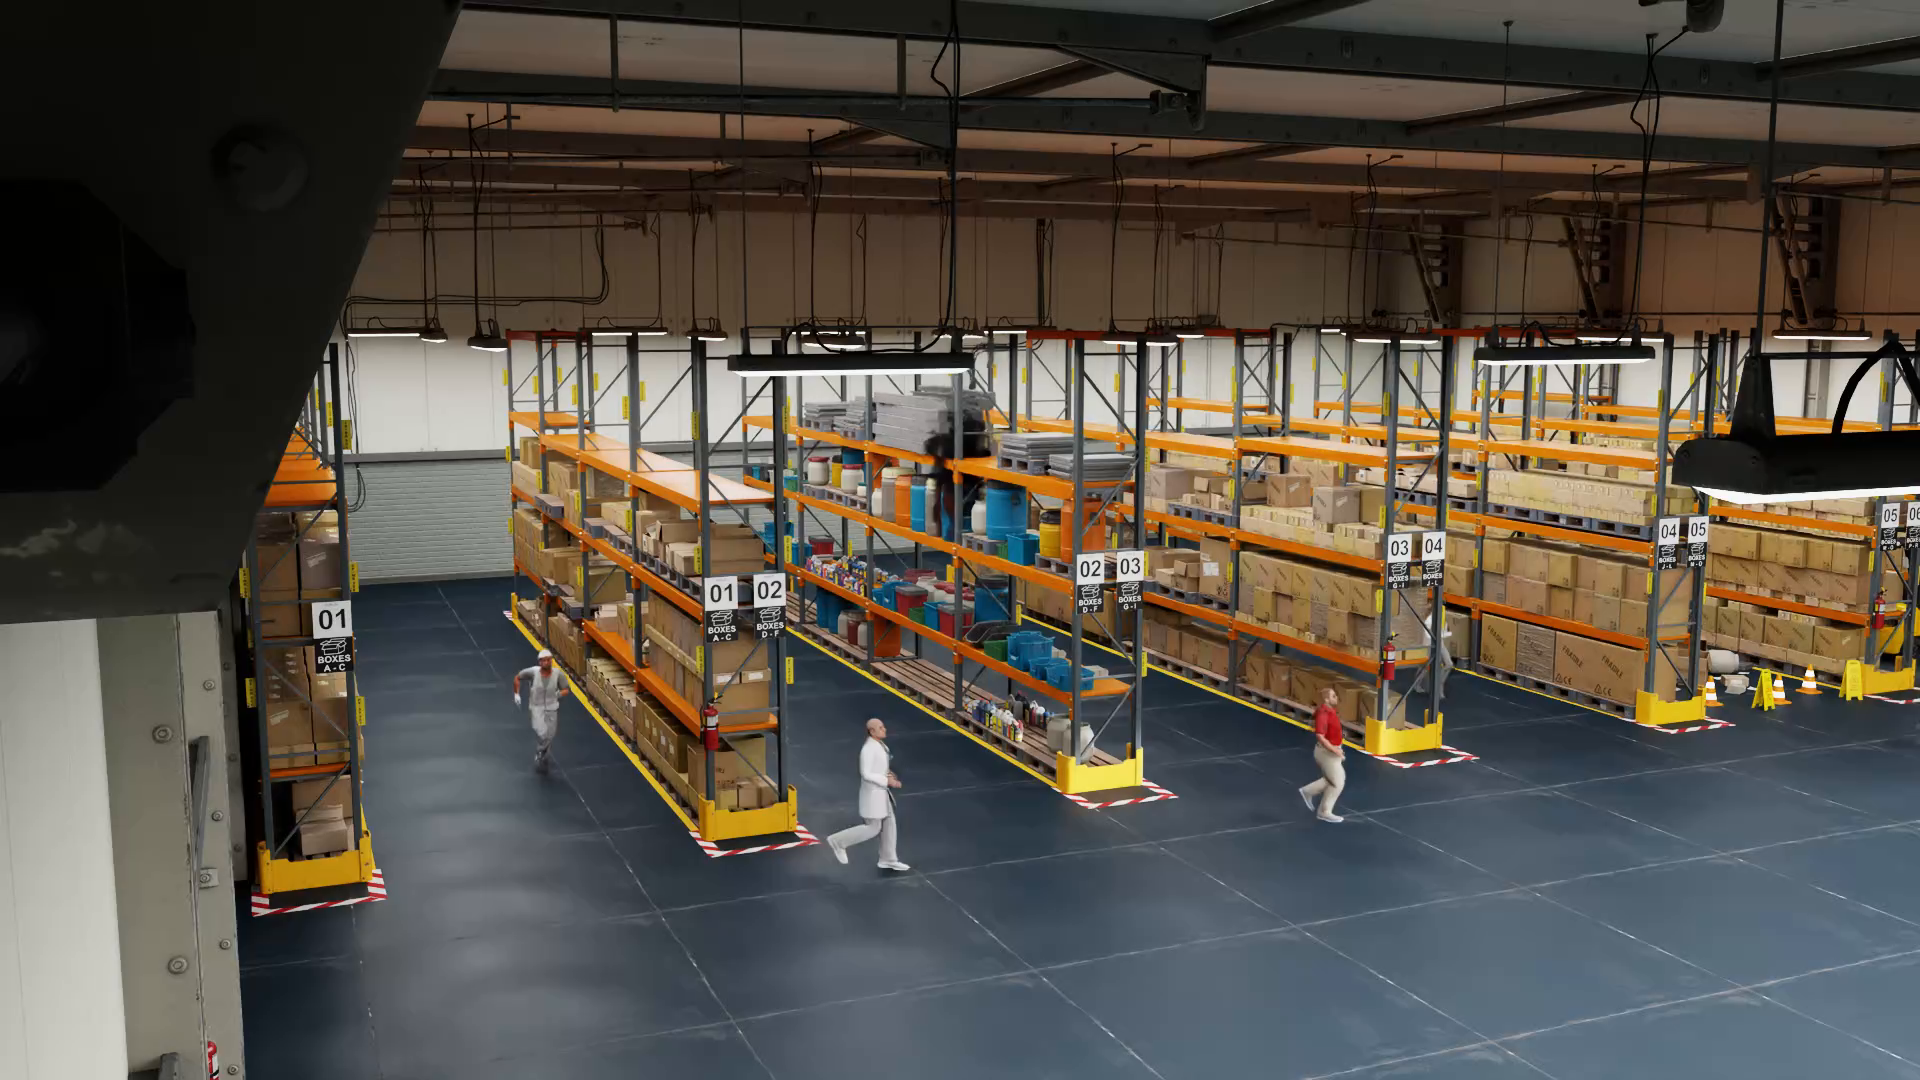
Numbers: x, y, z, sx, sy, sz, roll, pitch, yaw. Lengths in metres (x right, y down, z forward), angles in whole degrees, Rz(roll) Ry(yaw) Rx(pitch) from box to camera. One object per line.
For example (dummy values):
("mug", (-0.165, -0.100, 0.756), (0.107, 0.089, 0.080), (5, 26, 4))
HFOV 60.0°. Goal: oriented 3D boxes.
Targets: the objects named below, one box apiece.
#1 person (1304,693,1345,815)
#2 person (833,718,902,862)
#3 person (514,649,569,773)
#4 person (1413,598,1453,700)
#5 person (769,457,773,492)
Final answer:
("person", (4.577, 2.671, 20.813), (0.506, 1.546, 0.640), (1, 8, 10))
("person", (-1.034, 2.853, 18.970), (0.791, 1.682, 0.719), (1, 8, 7))
("person", (-5.722, 2.343, 22.837), (0.700, 1.729, 0.796), (-3, 9, -24))
("person", (7.819, 1.772, 27.463), (0.639, 1.698, 0.803), (-6, 10, -36))
("person", (6.555, 0.727, 29.625), (25.779, 3.205, 4.082), (4, 9, 26))
